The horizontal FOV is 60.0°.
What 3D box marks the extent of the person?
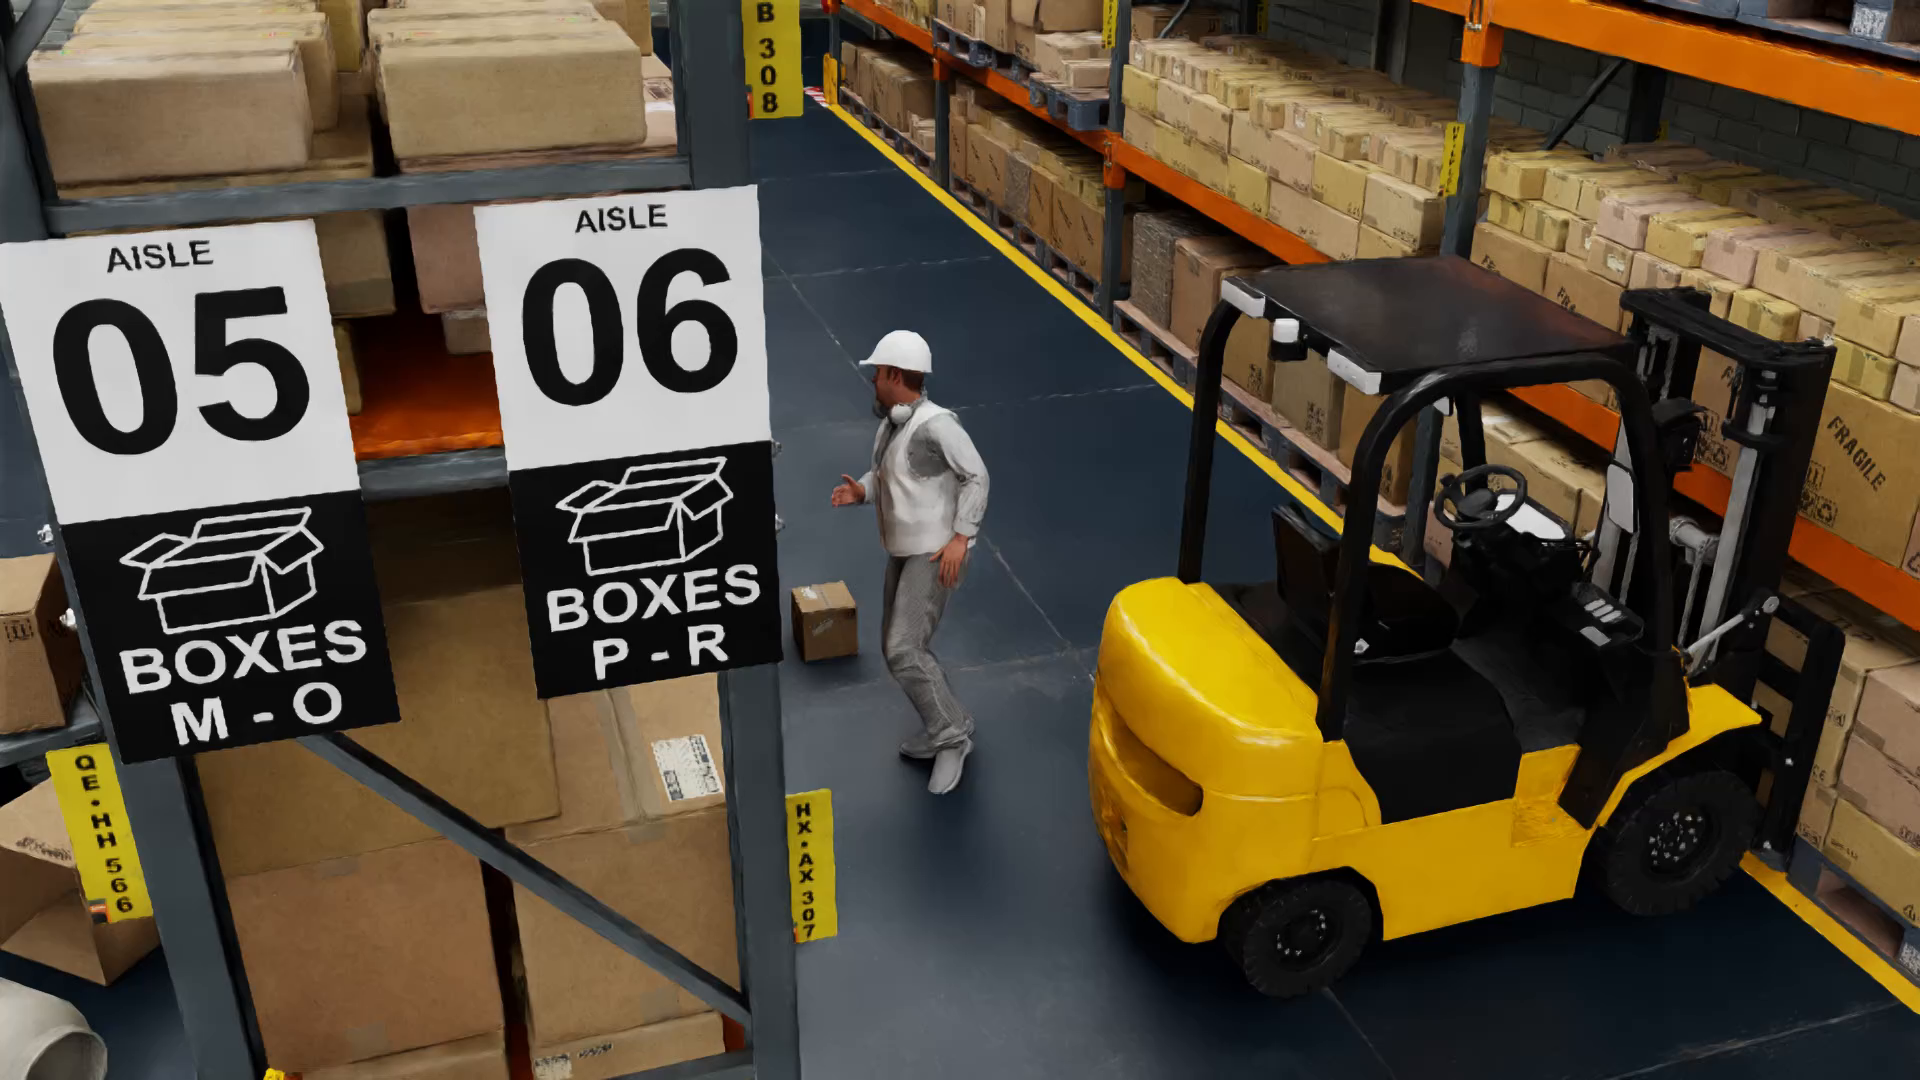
[{"bbox_3d":[-0.197,0.082,6.588,0.567,1.688,0.905,-11,28,-21],"label":"person"}]
